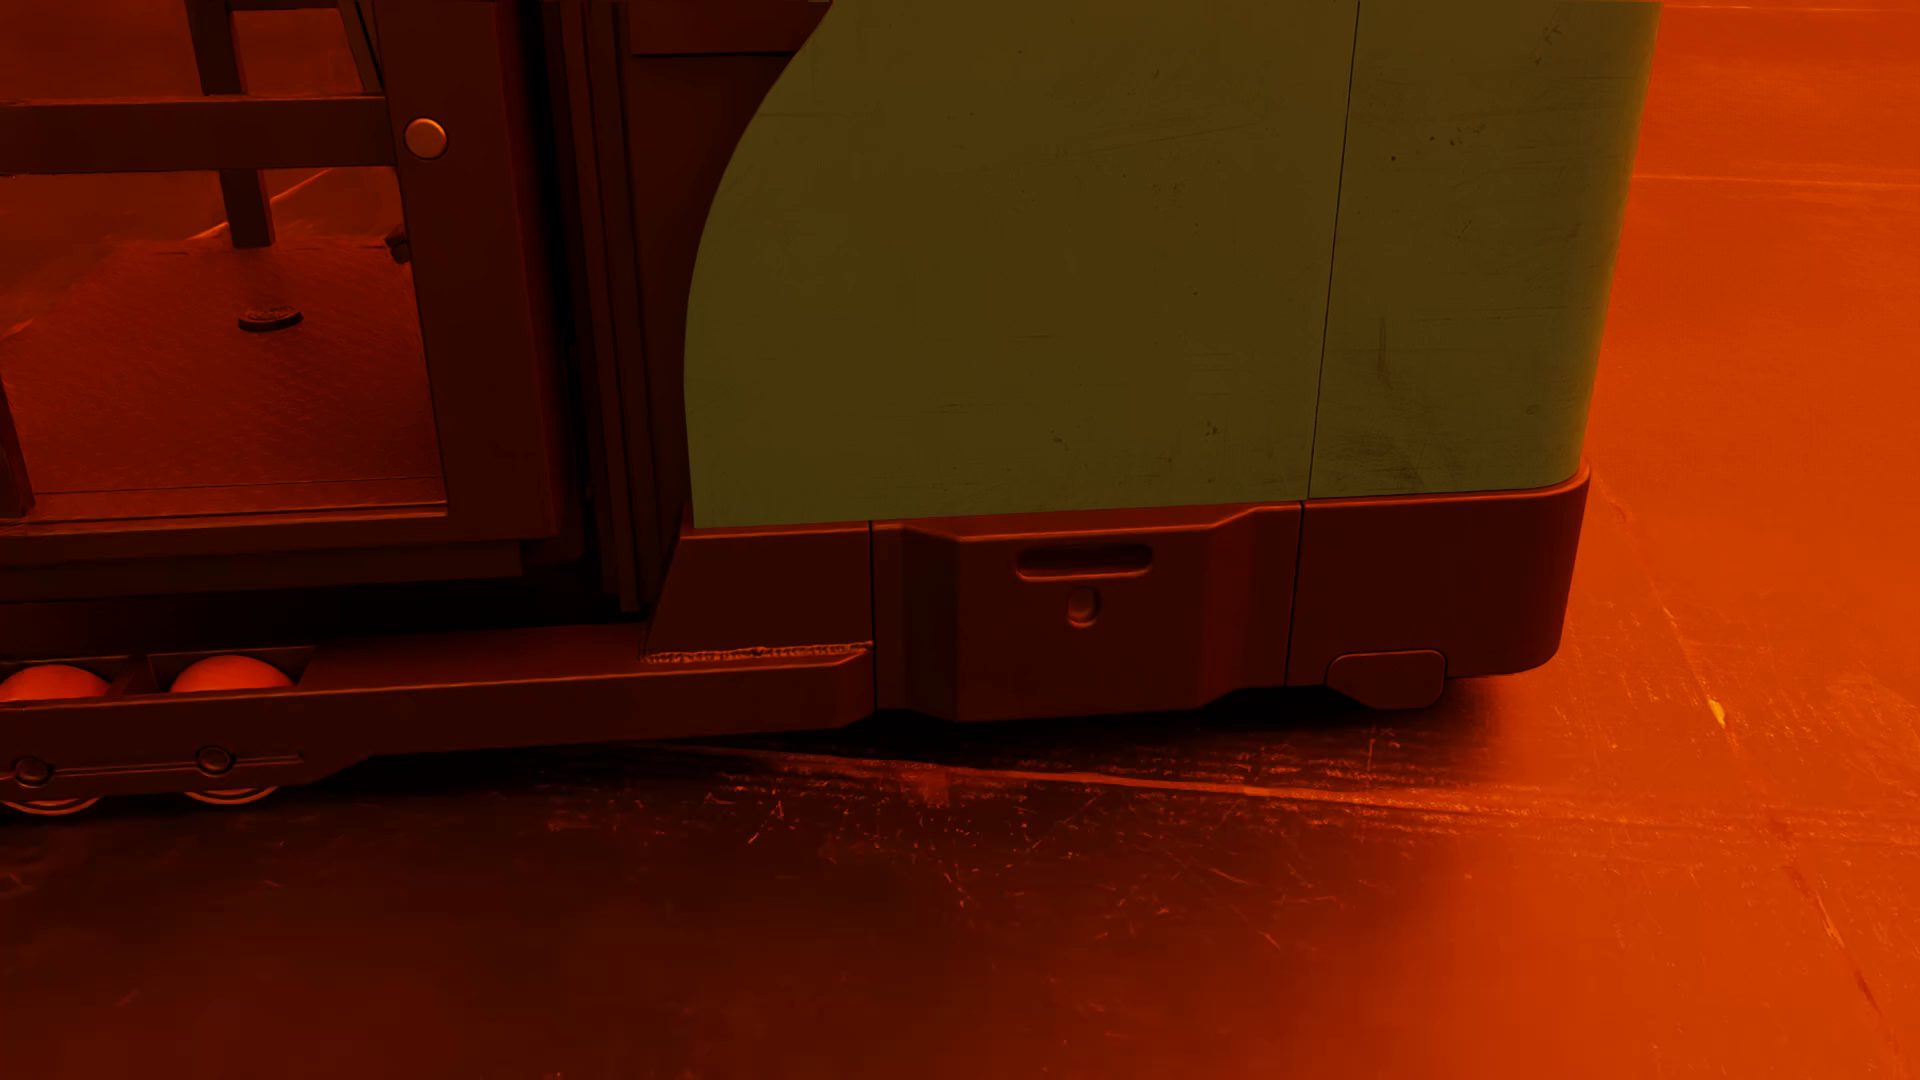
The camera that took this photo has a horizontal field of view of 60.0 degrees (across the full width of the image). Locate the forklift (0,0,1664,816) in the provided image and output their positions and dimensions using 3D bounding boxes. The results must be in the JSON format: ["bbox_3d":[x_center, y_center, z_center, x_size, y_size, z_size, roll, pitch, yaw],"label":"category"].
[{"bbox_3d":[-0.798,-1.250,1.722,3.031,2.935,1.130,-3,27,-6],"label":"forklift"}]
